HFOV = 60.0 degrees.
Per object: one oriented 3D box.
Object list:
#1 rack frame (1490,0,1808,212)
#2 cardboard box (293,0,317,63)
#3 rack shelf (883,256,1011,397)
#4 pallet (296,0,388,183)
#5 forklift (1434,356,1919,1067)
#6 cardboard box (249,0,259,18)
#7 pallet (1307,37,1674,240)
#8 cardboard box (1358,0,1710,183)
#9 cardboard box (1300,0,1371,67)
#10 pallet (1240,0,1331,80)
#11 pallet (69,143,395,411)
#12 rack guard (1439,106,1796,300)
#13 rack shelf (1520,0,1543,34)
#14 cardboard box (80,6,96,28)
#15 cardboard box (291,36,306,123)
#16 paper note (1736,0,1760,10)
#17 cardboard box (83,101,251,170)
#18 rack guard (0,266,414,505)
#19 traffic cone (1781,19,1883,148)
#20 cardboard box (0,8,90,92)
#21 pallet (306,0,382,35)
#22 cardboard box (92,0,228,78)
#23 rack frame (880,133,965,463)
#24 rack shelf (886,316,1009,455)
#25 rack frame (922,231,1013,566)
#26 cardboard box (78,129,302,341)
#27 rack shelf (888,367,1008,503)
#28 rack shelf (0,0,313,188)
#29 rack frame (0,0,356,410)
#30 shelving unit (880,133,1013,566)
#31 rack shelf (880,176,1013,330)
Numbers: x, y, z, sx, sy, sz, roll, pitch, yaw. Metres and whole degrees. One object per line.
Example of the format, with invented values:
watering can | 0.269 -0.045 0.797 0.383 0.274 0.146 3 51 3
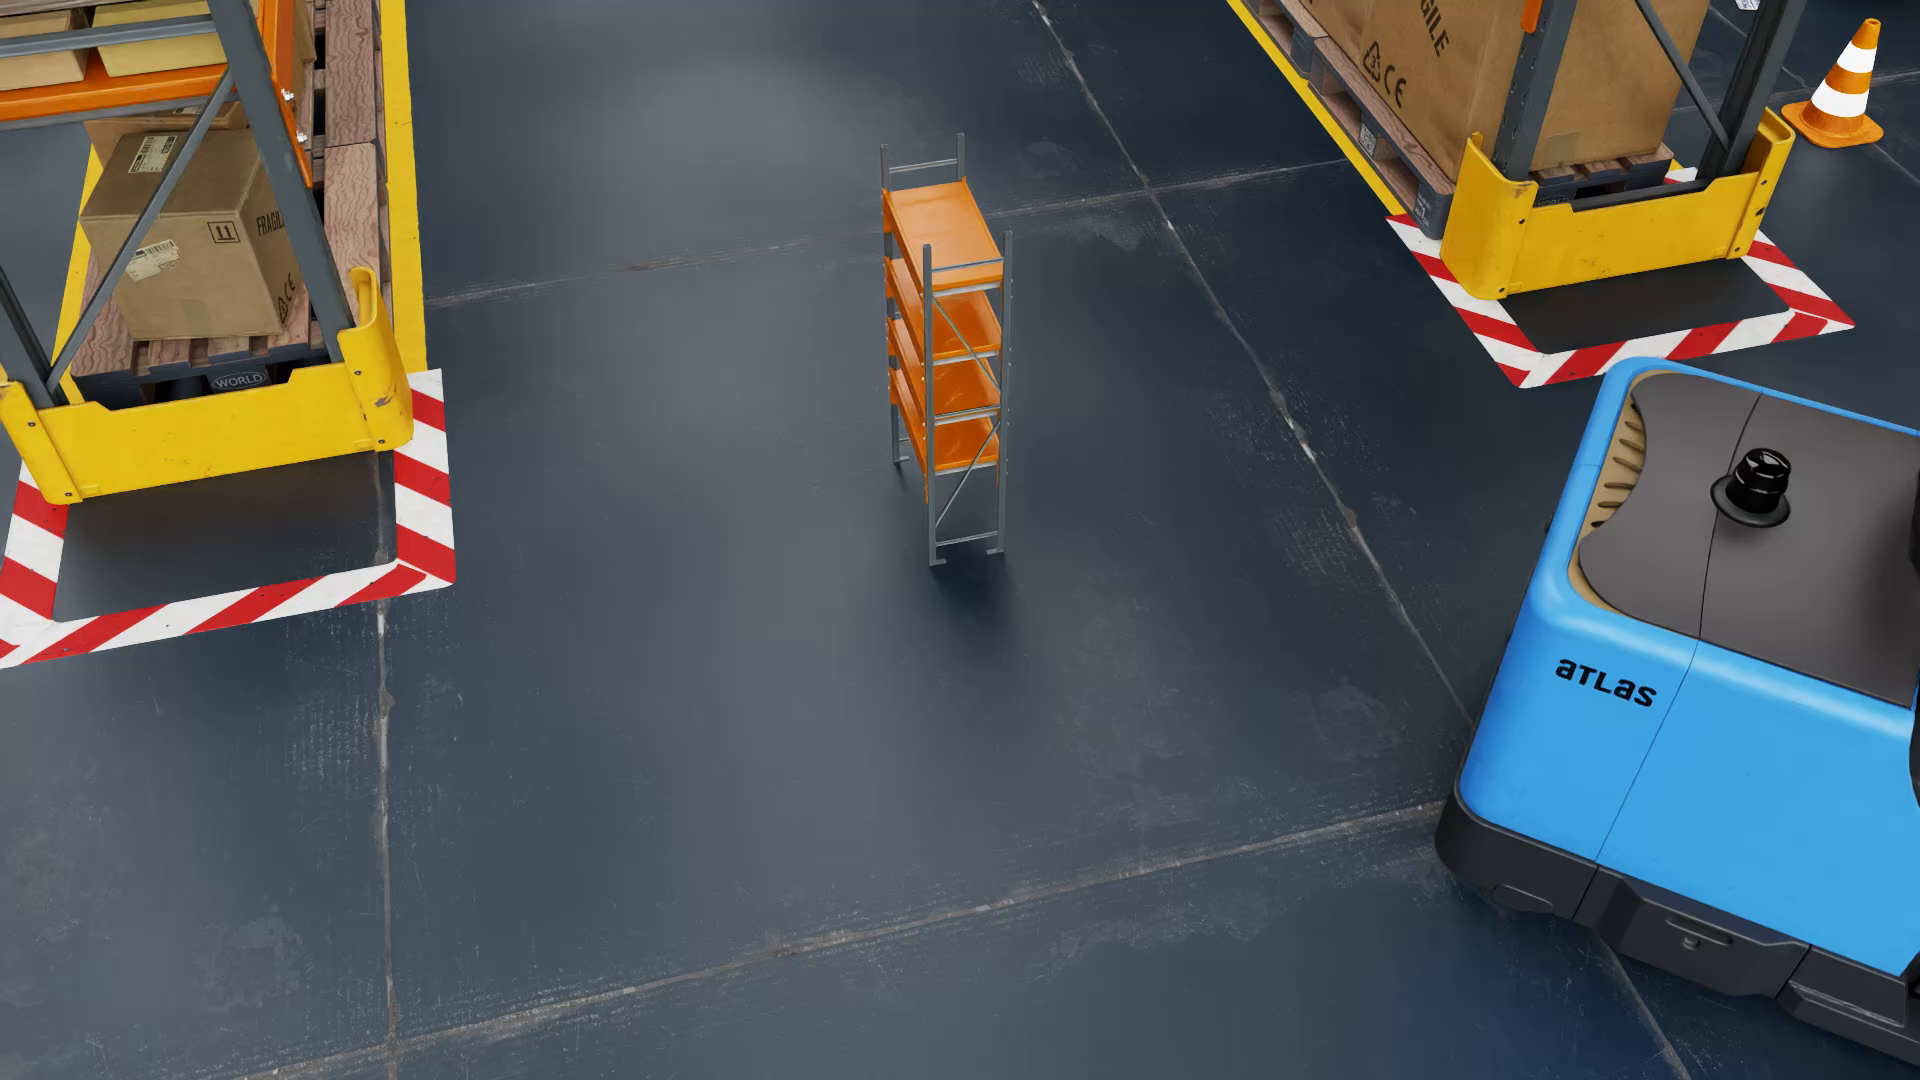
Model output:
rack frame | 2.405 -2.163 5.269 1.000 3.000 0.127 -11 47 -10
cardboard box | -2.987 -2.268 6.828 0.500 0.500 0.500 -15 47 -14
rack shelf | -0.042 -0.644 4.822 0.258 0.148 0.480 -11 47 -10
pallet | -2.917 -1.810 6.876 1.003 0.211 1.213 -11 47 -10
forklift | 2.797 0.018 3.180 3.031 2.935 1.130 20 49 18
cardboard box | -2.303 -1.654 4.947 0.380 0.149 0.250 -11 47 -10
pallet | 2.125 -1.724 6.792 1.003 0.211 1.213 -11 47 -10
cardboard box | 2.168 -2.022 6.325 0.875 0.875 0.875 -10 47 -10
cardboard box | 1.941 -2.629 6.920 0.875 0.875 0.875 -11 47 -11
pallet | 1.816 -2.565 7.616 1.003 0.211 1.213 -11 47 -10
pallet | -2.609 -0.970 6.052 1.003 0.211 1.213 -11 47 -10
rack guard | 2.411 -1.271 6.146 1.175 0.500 0.348 -11 47 -10
rack shelf | 1.893 -3.292 6.880 1.077 0.370 4.000 -11 47 -10
cardboard box | -2.751 -1.570 4.864 0.380 0.149 0.250 -11 47 -10
cardboard box | -2.887 -1.874 6.443 0.500 0.500 0.500 -7 46 -7
paper note | 3.656 -2.487 7.667 0.144 0.017 0.142 4 46 4
cardboard box | -2.745 -1.438 6.016 0.500 0.500 0.500 0 46 0
rack guard | -2.435 -0.503 5.393 1.175 0.500 0.348 -11 47 -10
traffic cone | 3.642 -1.901 6.789 0.336 0.463 0.334 -11 47 -10
cardboard box | -2.688 -1.397 4.695 0.380 0.149 0.250 -11 47 -10
pallet | -3.233 -2.654 7.703 1.003 0.211 1.213 -11 47 -10
cardboard box | -2.258 -1.478 4.774 0.380 0.149 0.250 -11 47 -10
rack frame | -0.105 -0.703 5.099 0.240 1.200 0.015 -11 47 -10
rack shelf | -0.042 -0.487 4.982 0.258 0.148 0.480 -11 47 -10
rack frame | 0.020 -0.366 4.768 0.240 1.200 0.015 -11 47 -10
cardboard box | -2.559 -1.032 5.617 0.500 0.500 0.500 -3 46 -3
rack shelf | -0.042 -0.348 5.123 0.258 0.148 0.480 -11 47 -10
rack shelf | -2.927 -2.455 6.059 1.077 0.370 4.000 -11 47 -10
rack frame | -2.415 -1.326 4.449 1.000 3.000 0.127 -11 47 -10
shelving unit | -0.042 -0.534 4.933 0.258 1.200 0.503 -11 47 -10
rack shelf | -0.042 -0.809 4.653 0.258 0.148 0.480 -11 47 -10
